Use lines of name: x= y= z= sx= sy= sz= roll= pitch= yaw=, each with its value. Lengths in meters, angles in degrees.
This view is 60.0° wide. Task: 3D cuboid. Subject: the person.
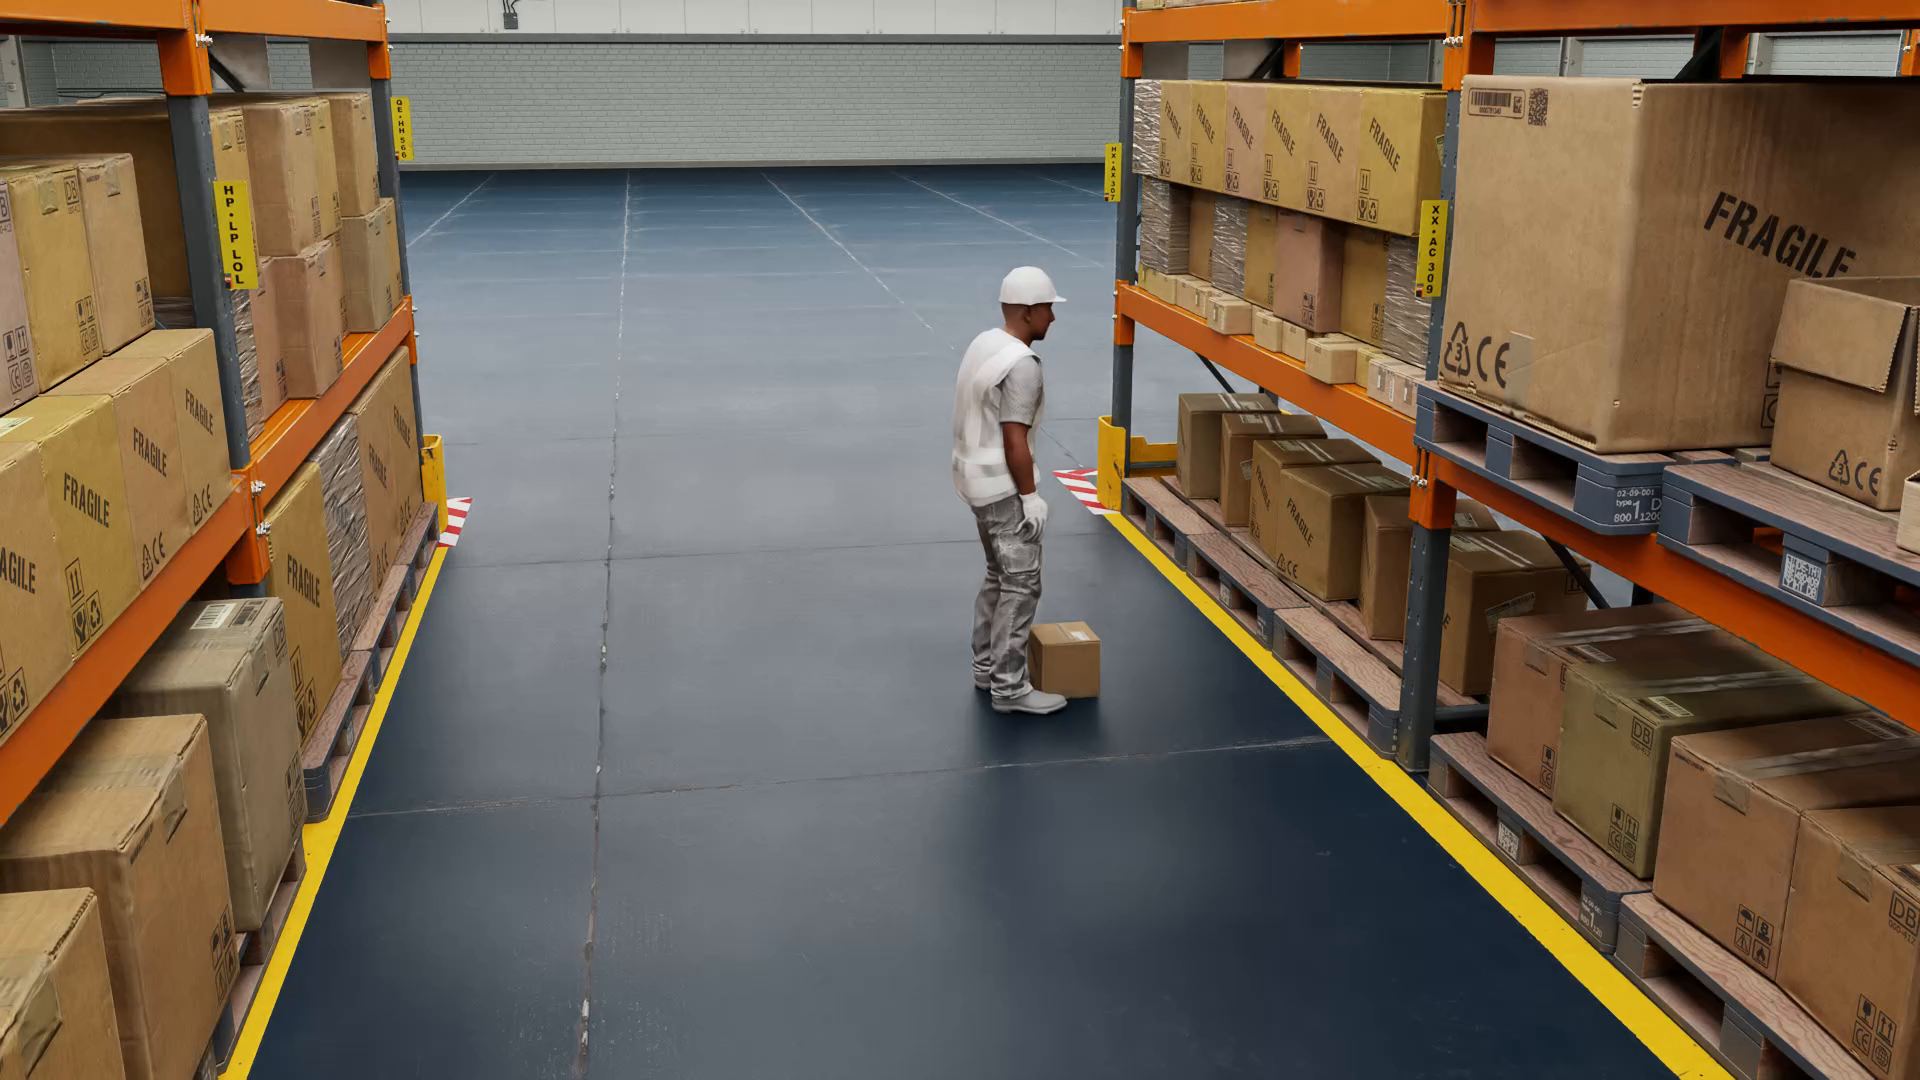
person: x=0.207 y=-0.207 z=6.731 sx=0.452 sy=1.772 sz=0.616 roll=-4 pitch=17 yaw=-13
